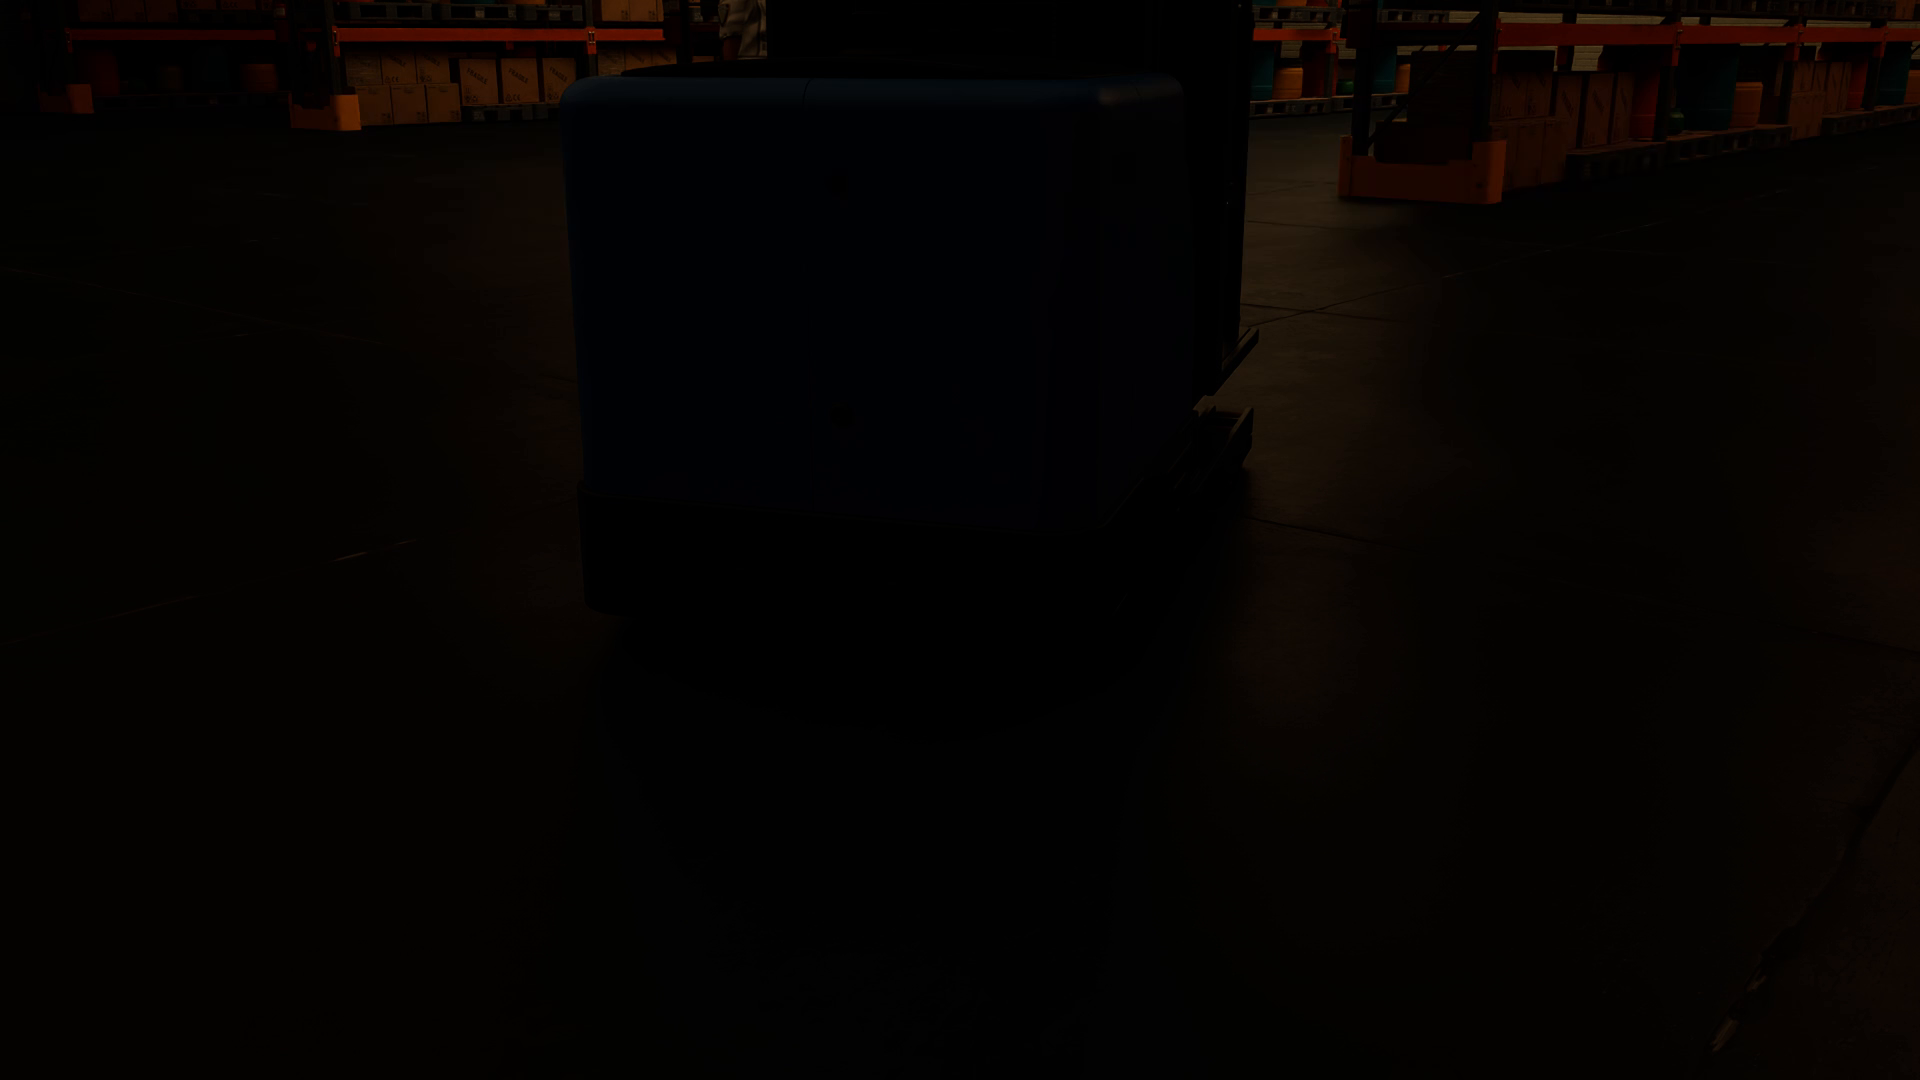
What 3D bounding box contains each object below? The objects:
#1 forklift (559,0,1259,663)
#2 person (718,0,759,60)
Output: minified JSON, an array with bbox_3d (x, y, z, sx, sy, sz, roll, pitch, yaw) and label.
[{"bbox_3d":[0.182,-1.571,4.072,1.130,2.935,3.031,5,18,17],"label":"forklift"},{"bbox_3d":[-0.743,-1.694,6.698,0.396,1.651,0.484,16,23,42],"label":"person"}]
